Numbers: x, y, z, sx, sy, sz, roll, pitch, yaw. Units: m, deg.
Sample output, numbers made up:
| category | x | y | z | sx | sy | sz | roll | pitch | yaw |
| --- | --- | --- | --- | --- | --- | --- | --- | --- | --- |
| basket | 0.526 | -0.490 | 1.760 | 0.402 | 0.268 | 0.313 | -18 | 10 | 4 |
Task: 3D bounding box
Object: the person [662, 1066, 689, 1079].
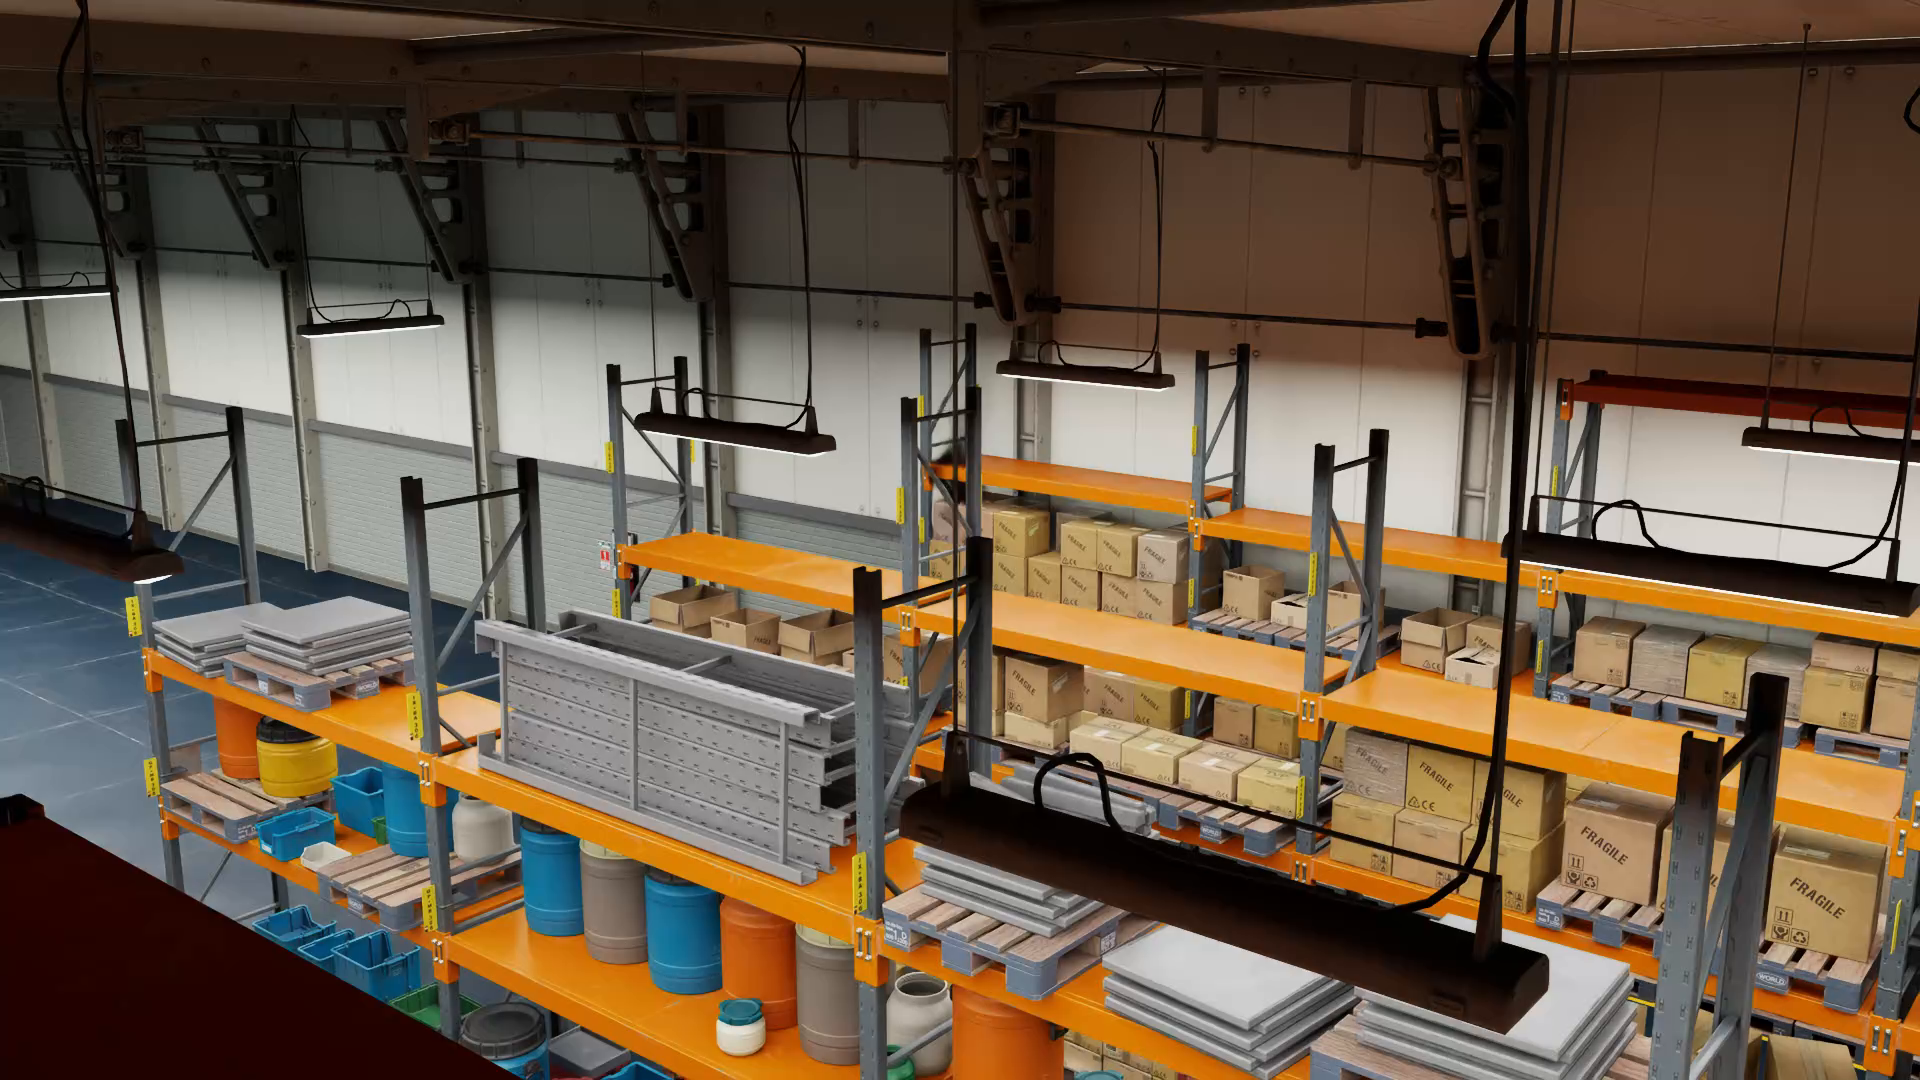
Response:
| category | x | y | z | sx | sy | sz | roll | pitch | yaw |
| --- | --- | --- | --- | --- | --- | --- | --- | --- | --- |
| person | -1.980 | 4.354 | 13.044 | 0.700 | 1.722 | 0.746 | -3 | 13 | -12 |
